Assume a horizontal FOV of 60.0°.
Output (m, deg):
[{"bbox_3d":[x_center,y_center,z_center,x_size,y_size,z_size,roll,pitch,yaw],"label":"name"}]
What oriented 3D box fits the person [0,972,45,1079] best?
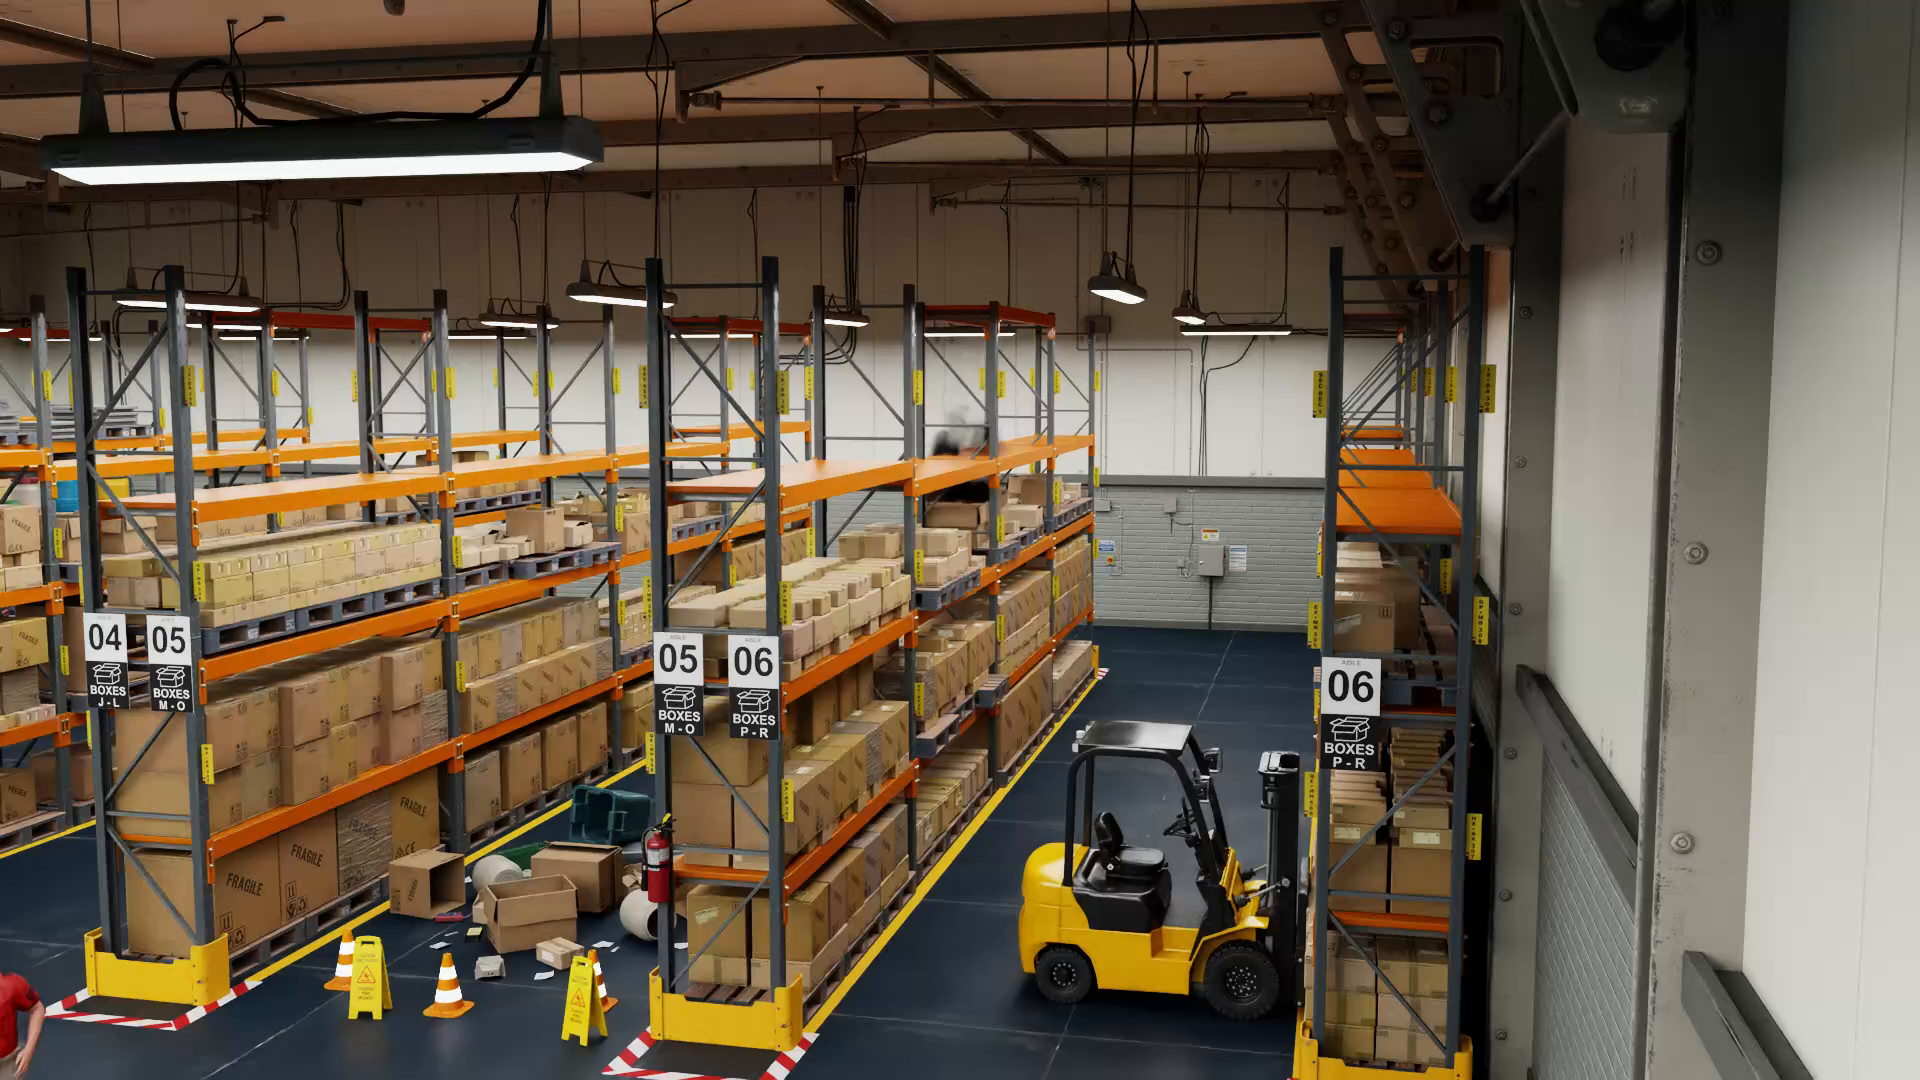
[{"bbox_3d":[-6.024,3.299,10.279,0.661,1.697,0.542,-3,6,-25],"label":"person"}]
